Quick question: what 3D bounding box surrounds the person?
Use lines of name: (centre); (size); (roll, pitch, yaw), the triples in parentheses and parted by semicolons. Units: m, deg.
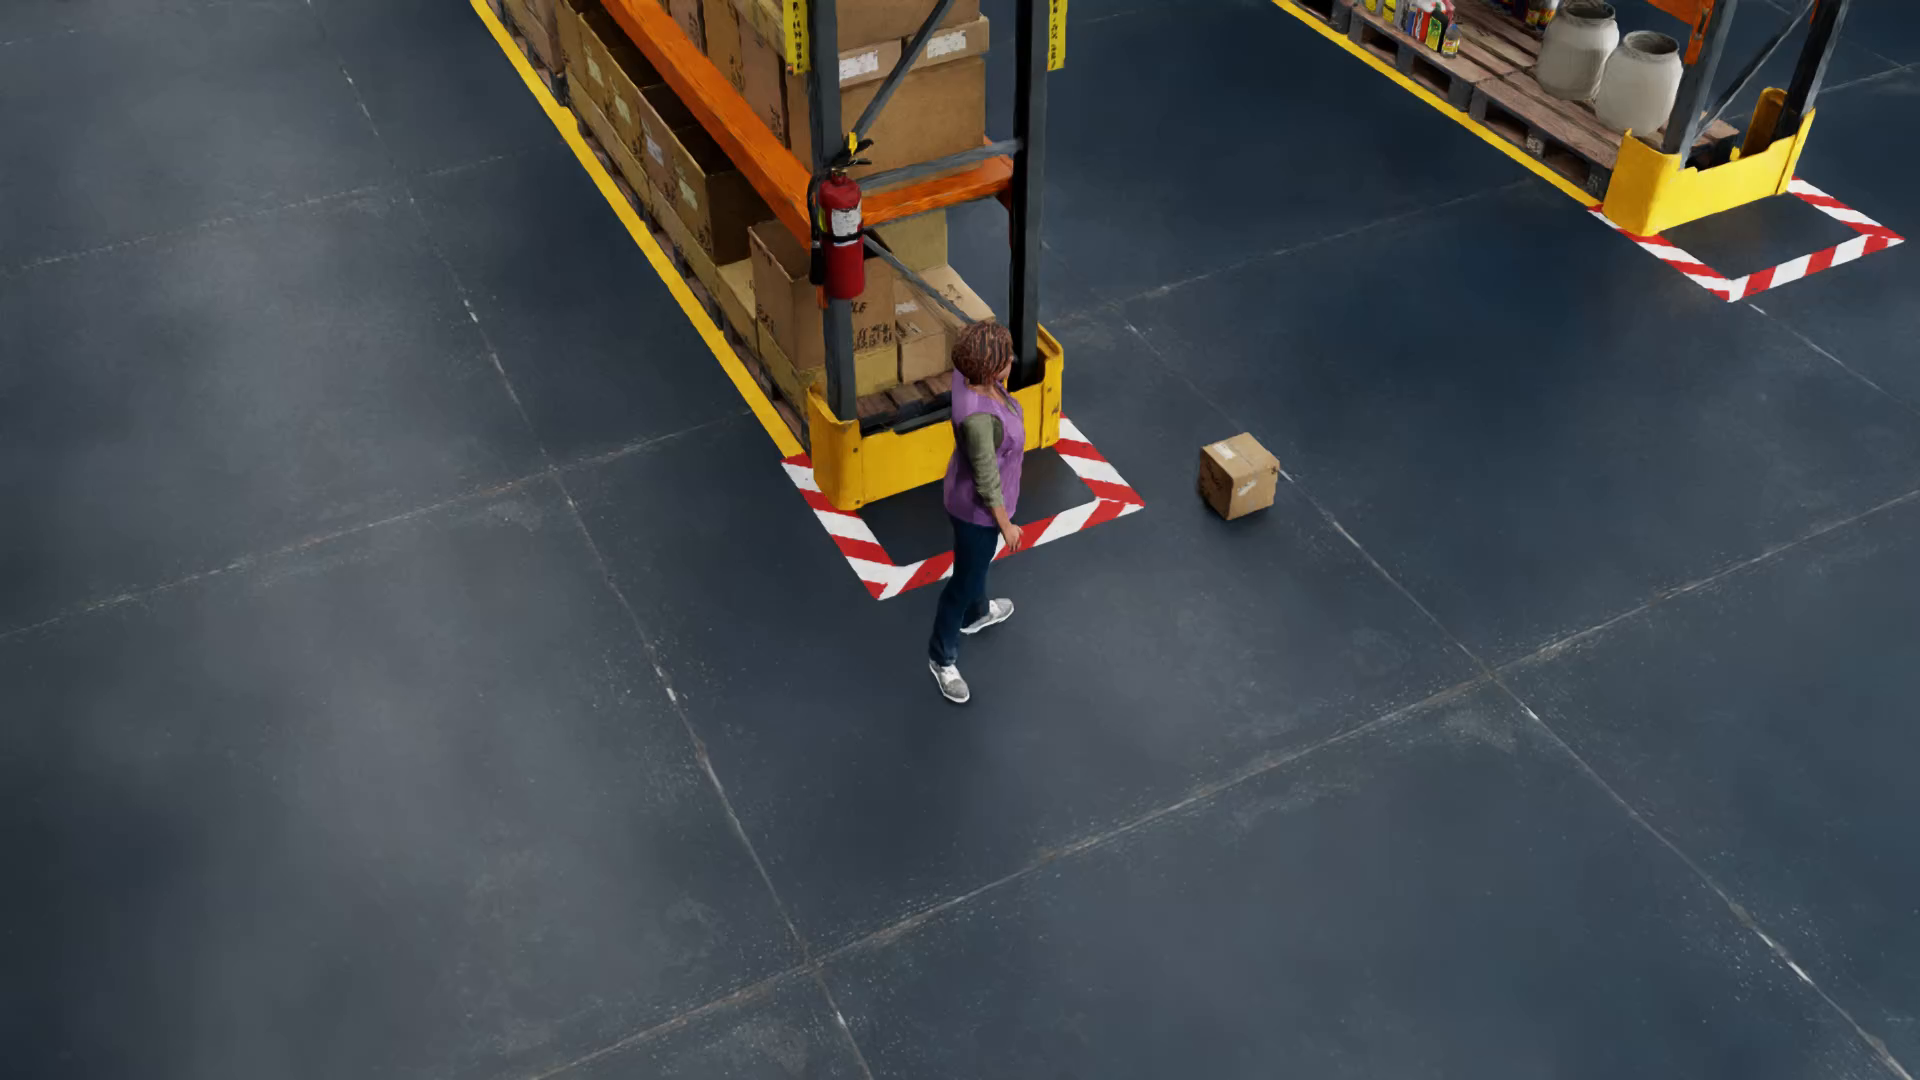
person: (0.056, -0.123, 6.283); (0.374, 1.597, 0.575); (-1, 42, -1)
